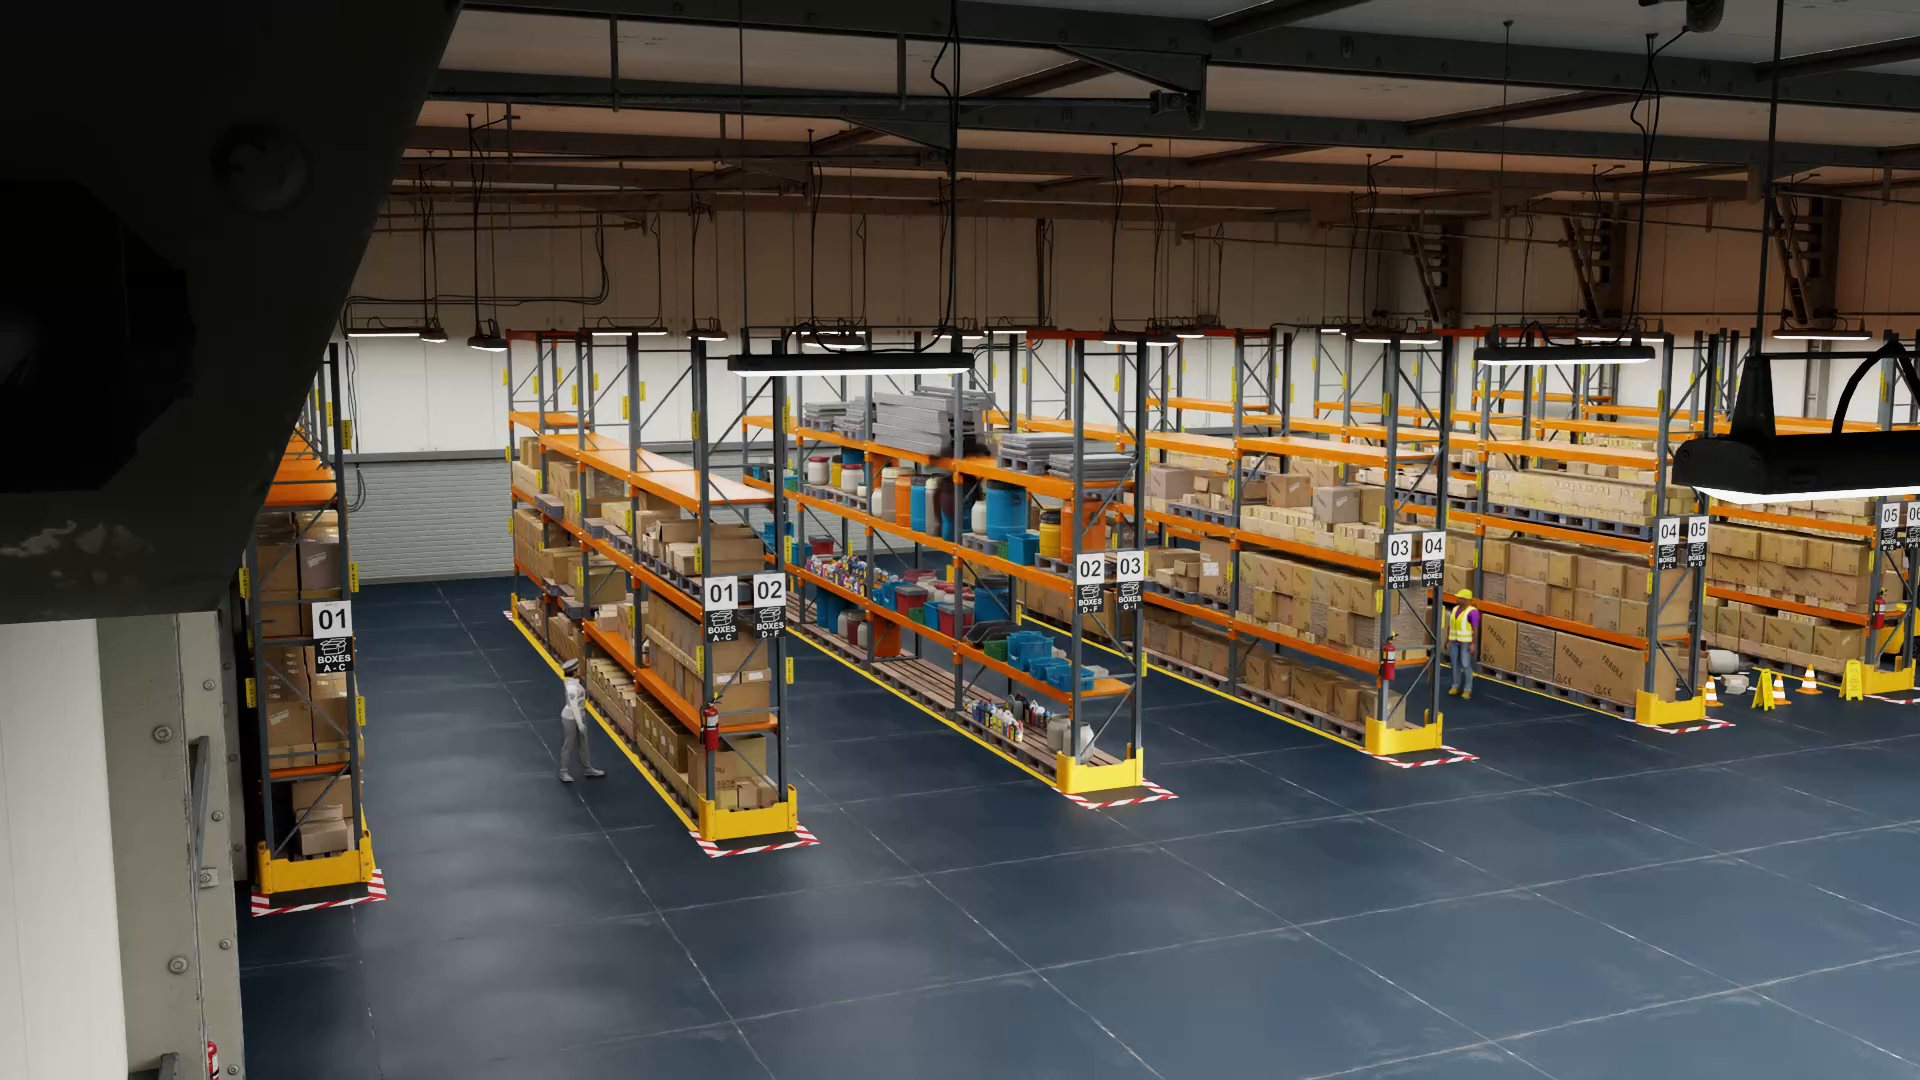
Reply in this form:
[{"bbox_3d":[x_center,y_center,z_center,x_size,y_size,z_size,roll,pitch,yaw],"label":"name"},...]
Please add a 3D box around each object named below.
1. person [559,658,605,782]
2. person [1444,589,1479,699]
[{"bbox_3d":[-5.196,2.437,22.631,0.564,1.684,0.507,1,8,6],"label":"person"},{"bbox_3d":[8.334,1.711,27.658,0.415,1.803,0.603,-7,10,-42],"label":"person"}]
